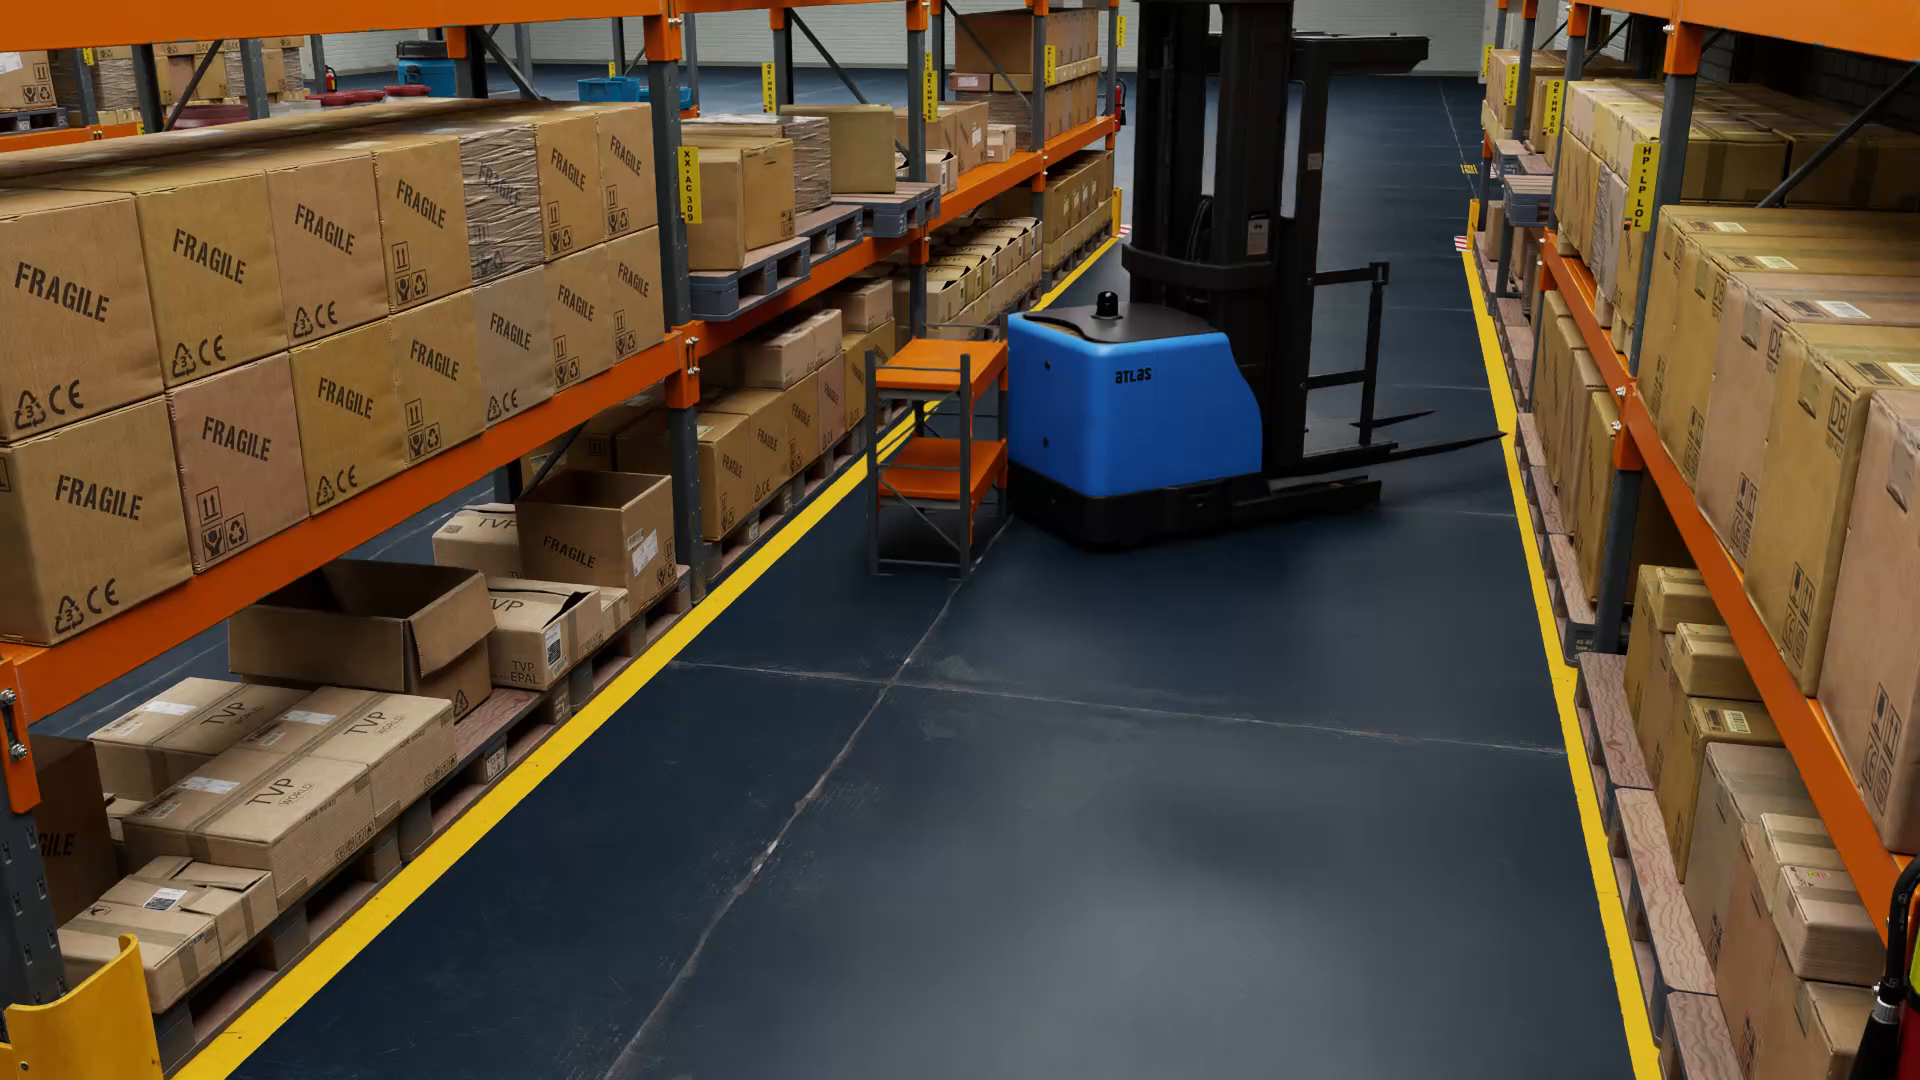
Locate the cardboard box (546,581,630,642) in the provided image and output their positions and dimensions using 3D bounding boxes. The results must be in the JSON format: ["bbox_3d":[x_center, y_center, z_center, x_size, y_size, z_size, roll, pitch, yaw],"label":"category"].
[{"bbox_3d":[-1.600,0.297,6.908,0.380,0.149,0.250,5,19,13],"label":"cardboard box"}]

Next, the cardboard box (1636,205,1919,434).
[{"bbox_3d":[2.953,-0.751,5.781,0.980,0.700,0.700,5,19,14],"label":"cardboard box"}]

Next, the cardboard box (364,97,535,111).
[{"bbox_3d":[-2.091,-1.562,6.920,0.500,0.500,0.500,5,20,15],"label":"cardboard box"}]

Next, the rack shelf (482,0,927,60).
[{"bbox_3d":[-1.214,-2.873,8.932,1.077,0.370,4.000,5,19,13],"label":"rack shelf"}]

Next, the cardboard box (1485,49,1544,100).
[{"bbox_3d":[5.625,-4.706,16.866,0.500,0.500,0.500,5,19,13],"label":"cardboard box"}]

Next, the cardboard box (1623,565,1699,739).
[{"bbox_3d":[2.819,0.433,5.997,0.700,0.500,0.500,5,19,14],"label":"cardboard box"}]

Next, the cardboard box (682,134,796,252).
[{"bbox_3d":[-1.264,-1.765,8.410,0.700,0.500,0.500,8,20,22],"label":"cardboard box"}]

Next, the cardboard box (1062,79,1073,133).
[{"bbox_3d":[0.727,-4.345,16.614,0.700,0.500,0.500,5,20,15],"label":"cardboard box"}]

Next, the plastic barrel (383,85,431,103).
[{"bbox_3d":[-4.997,-3.849,15.106,0.433,0.535,0.433,0,19,0],"label":"plastic barrel"}]

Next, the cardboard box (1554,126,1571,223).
[{"bbox_3d":[3.712,-2.097,9.540,0.500,0.500,0.500,5,20,15],"label":"cardboard box"}]

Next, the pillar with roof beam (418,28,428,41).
[{"bbox_3d":[-12.340,-18.641,49.340,9.100,9.000,0.400,5,19,13],"label":"pillar with roof beam"}]

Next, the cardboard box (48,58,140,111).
[{"bbox_3d":[-9.184,-4.783,17.434,0.875,0.500,0.500,5,19,13],"label":"cardboard box"}]

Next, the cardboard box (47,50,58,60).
[{"bbox_3d":[-9.510,-5.282,17.351,0.500,0.500,0.500,5,19,13],"label":"cardboard box"}]

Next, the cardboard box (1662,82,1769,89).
[{"bbox_3d":[4.220,-2.421,9.329,0.500,0.250,0.500,5,20,15],"label":"cardboard box"}]

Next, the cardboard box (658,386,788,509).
[{"bbox_3d":[-1.229,-0.493,8.677,0.500,0.500,0.500,5,19,14],"label":"cardboard box"}]

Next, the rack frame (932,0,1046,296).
[{"bbox_3d":[0.252,-3.675,14.806,1.000,3.000,0.127,5,19,13],"label":"rack frame"}]

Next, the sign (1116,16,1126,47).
[{"bbox_3d":[1.752,-5.541,18.113,0.100,0.325,0.005,5,19,13],"label":"sign"}]

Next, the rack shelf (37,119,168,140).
[{"bbox_3d":[-8.865,-4.745,19.052,1.077,0.370,4.000,5,19,13],"label":"rack shelf"}]

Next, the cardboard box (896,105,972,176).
[{"bbox_3d":[-0.203,-3.161,13.146,0.500,0.500,0.500,5,19,13],"label":"cardboard box"}]

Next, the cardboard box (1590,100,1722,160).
[{"bbox_3d":[3.350,-1.976,8.025,0.500,0.250,0.500,4,19,12],"label":"cardboard box"}]

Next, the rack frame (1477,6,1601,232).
[{"bbox_3d":[6.034,-4.539,17.335,1.000,3.000,0.127,5,19,13],"label":"rack frame"}]

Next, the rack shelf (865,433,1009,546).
[{"bbox_3d":[-0.098,-0.275,8.508,0.538,0.278,1.000,4,19,11],"label":"rack shelf"}]

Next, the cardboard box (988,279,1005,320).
[{"bbox_3d":[0.056,-1.941,13.335,0.500,0.250,0.500,5,20,14],"label":"cardboard box"}]

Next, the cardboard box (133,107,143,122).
[{"bbox_3d":[-8.901,-4.541,17.731,0.380,0.149,0.250,5,19,13],"label":"cardboard box"}]

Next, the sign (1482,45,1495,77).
[{"bbox_3d":[5.507,-4.991,17.320,0.100,0.325,0.005,5,19,13],"label":"sign"}]

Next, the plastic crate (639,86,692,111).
[{"bbox_3d":[-3.405,-5.070,19.121,0.499,0.251,0.616,5,19,13],"label":"plastic crate"}]

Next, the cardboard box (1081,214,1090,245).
[{"bbox_3d":[1.030,-3.164,16.914,0.500,0.250,0.500,5,19,13],"label":"cardboard box"}]

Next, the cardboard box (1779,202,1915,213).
[{"bbox_3d":[3.458,-1.099,6.619,0.500,0.500,0.500,4,19,12],"label":"cardboard box"}]

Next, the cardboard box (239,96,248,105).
[{"bbox_3d":[-8.535,-5.095,19.351,0.380,0.149,0.250,5,19,13],"label":"cardboard box"}]

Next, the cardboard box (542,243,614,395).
[{"bbox_3d":[-1.701,-0.876,6.457,0.500,0.500,0.500,5,20,15],"label":"cardboard box"}]

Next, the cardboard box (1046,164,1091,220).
[{"bbox_3d":[1.033,-3.518,16.792,0.500,0.500,0.500,5,19,13],"label":"cardboard box"}]

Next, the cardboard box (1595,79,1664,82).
[{"bbox_3d":[4.198,-2.806,10.424,0.380,0.149,0.250,1,19,4],"label":"cardboard box"}]

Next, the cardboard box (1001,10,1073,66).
[{"bbox_3d":[0.722,-4.948,16.370,0.700,0.500,0.500,5,19,13],"label":"cardboard box"}]

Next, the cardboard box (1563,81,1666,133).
[{"bbox_3d":[3.711,-2.453,9.421,0.500,0.250,0.500,5,20,15],"label":"cardboard box"}]

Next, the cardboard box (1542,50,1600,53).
[{"bbox_3d":[6.124,-4.667,16.753,0.500,0.500,0.500,4,19,13],"label":"cardboard box"}]

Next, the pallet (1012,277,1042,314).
[{"bbox_3d":[0.110,-2.121,14.572,1.003,0.211,1.213,5,19,13],"label":"pallet"}]

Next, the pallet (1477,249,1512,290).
[{"bbox_3d":[5.482,-2.562,15.862,1.003,0.211,1.213,5,19,13],"label":"pallet"}]

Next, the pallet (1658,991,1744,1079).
[{"bbox_3d":[2.244,1.539,3.855,1.003,0.211,1.213,5,19,13],"label":"pallet"}]

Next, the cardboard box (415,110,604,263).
[{"bbox_3d":[-1.698,-1.348,6.293,0.500,0.500,0.500,4,19,12],"label":"cardboard box"}]

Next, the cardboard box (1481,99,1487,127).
[{"bbox_3d":[5.606,-4.349,16.981,0.500,0.250,0.500,4,19,12],"label":"cardboard box"}]

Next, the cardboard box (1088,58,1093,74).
[{"bbox_3d":[1.195,-4.986,17.486,0.380,0.149,0.250,4,19,13],"label":"cardboard box"}]

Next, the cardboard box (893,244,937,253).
[{"bbox_3d":[-0.465,-2.246,13.359,0.500,0.311,0.500,5,20,15],"label":"cardboard box"}]

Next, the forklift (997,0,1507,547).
[{"bbox_3d":[1.750,-1.671,9.046,3.031,2.935,1.130,-10,21,-26],"label":"forklift"}]

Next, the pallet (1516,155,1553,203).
[{"bbox_3d":[4.523,-2.564,11.851,1.003,0.211,1.213,5,19,13],"label":"pallet"}]

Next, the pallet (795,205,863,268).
[{"bbox_3d":[-1.196,-1.720,9.381,1.003,0.211,1.213,5,19,13],"label":"pallet"}]

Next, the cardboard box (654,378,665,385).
[{"bbox_3d":[-1.608,-0.681,9.229,0.500,0.500,0.500,5,19,14],"label":"cardboard box"}]

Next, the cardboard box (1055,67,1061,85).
[{"bbox_3d":[0.754,-4.418,15.825,0.380,0.149,0.250,4,19,12],"label":"cardboard box"}]

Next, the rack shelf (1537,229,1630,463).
[{"bbox_3d":[3.590,-1.064,8.275,1.077,0.370,4.000,5,19,13],"label":"rack shelf"}]

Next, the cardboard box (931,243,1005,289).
[{"bbox_3d":[0.059,-2.211,13.257,0.500,0.311,0.500,4,19,13],"label":"cardboard box"}]

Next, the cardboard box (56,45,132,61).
[{"bbox_3d":[-8.997,-5.241,17.228,0.500,0.500,0.500,5,19,13],"label":"cardboard box"}]

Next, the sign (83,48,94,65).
[{"bbox_3d":[-8.814,-4.964,16.788,0.100,0.325,0.005,5,19,13],"label":"sign"}]

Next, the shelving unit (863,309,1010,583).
[{"bbox_3d":[-0.098,-0.506,8.429,0.538,1.125,1.048,4,19,11],"label":"shelving unit"}]
